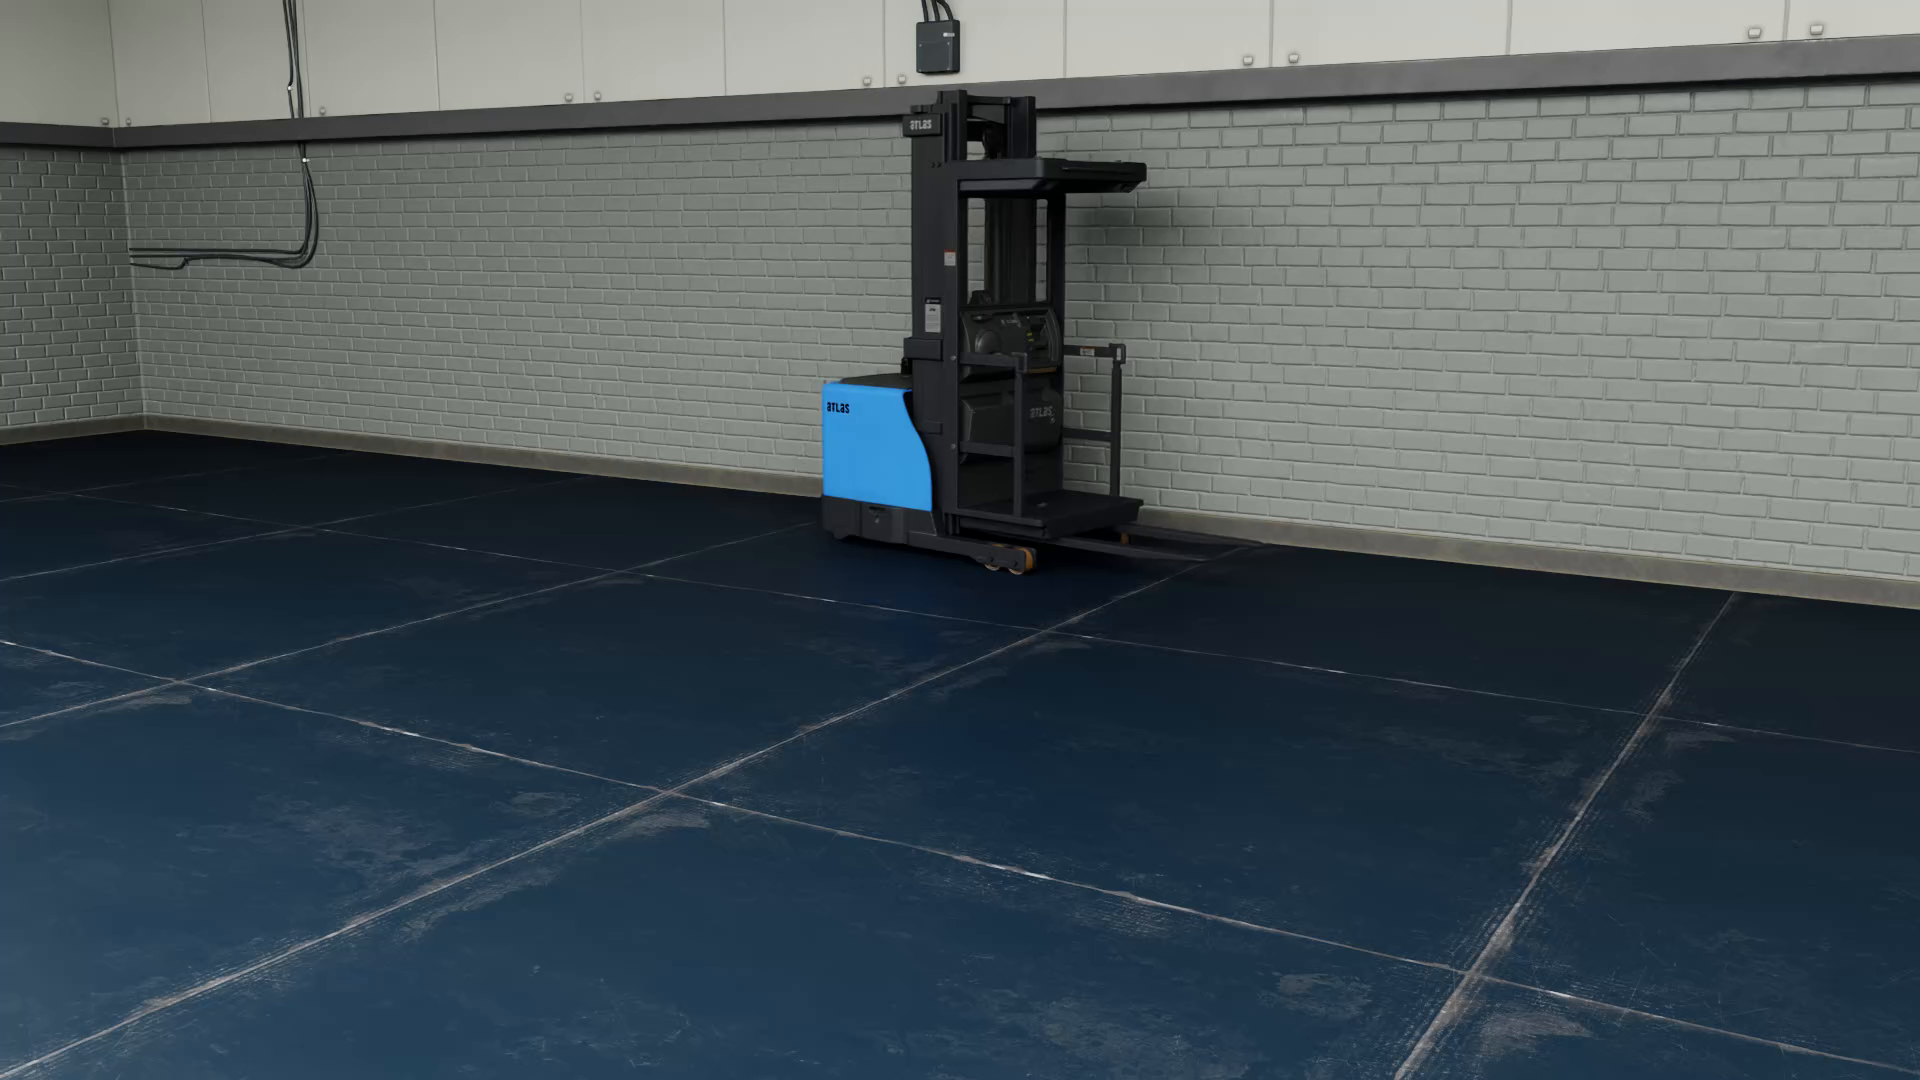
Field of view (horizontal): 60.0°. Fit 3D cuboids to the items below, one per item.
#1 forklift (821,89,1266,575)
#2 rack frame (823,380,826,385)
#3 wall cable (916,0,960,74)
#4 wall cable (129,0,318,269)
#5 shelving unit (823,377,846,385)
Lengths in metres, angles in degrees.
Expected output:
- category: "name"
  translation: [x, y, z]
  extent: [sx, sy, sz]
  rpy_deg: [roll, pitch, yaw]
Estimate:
- category: "forklift"
  translation: [0.490, -1.334, 10.531]
  extent: [3.031, 2.935, 1.130]
  rpy_deg: [9, 14, 41]
- category: "rack frame"
  translation: [-0.843, -0.602, 11.691]
  extent: [0.200, 1.050, 0.008]
  rpy_deg: [2, 10, 32]
- category: "wall cable"
  translation: [0.688, -6.218, 10.886]
  extent: [2.305, 6.003, 0.169]
  rpy_deg: [6, 12, 31]
- category: "wall cable"
  translation: [-7.417, -3.930, 16.343]
  extent: [3.097, 2.526, 0.112]
  rpy_deg: [6, 12, 31]
- category: "shelving unit"
  translation: [-0.779, -0.621, 11.793]
  extent: [0.215, 1.050, 0.252]
  rpy_deg: [2, 10, 32]
